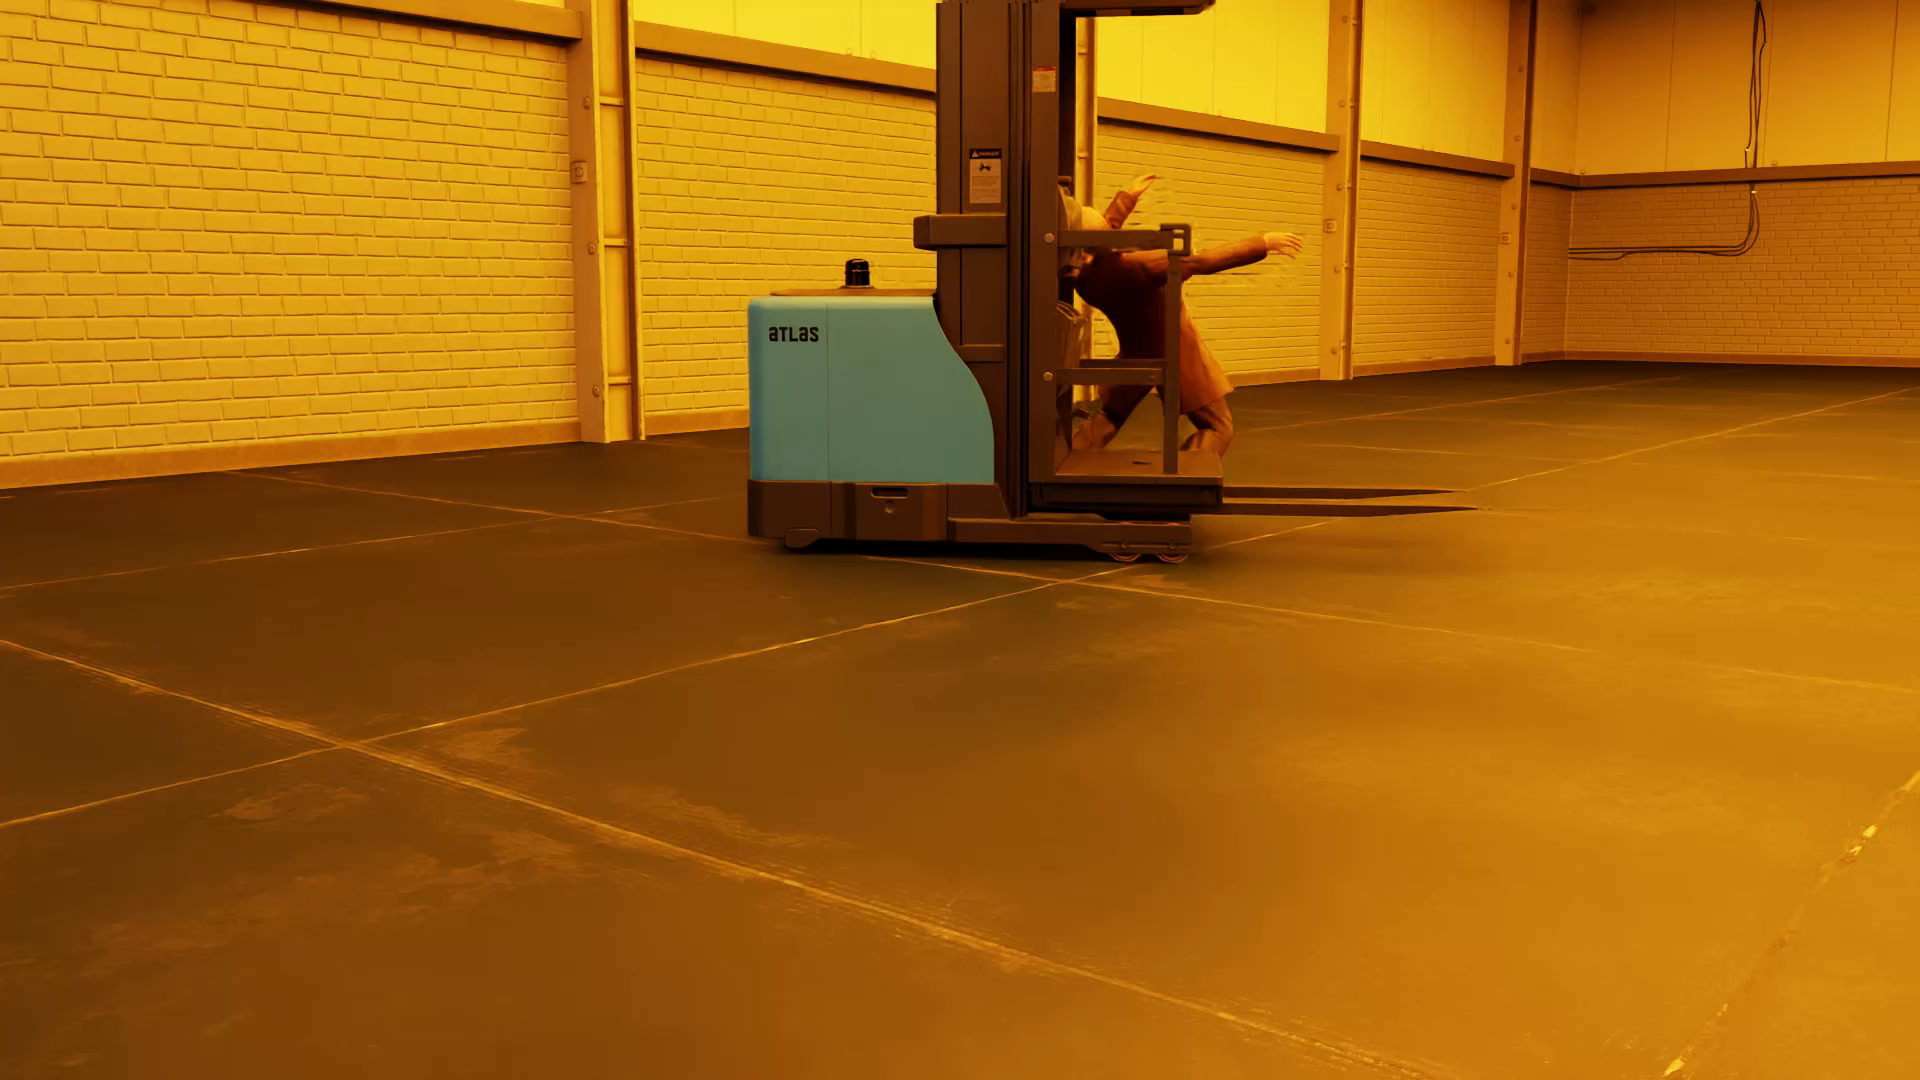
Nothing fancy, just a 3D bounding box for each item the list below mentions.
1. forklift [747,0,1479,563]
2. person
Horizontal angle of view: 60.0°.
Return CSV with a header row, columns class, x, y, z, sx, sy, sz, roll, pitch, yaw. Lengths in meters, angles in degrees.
class,x,y,z,sx,sy,sz,roll,pitch,yaw
forklift,0.656,-1.438,7.107,3.031,2.935,1.130,1,8,7
person,1.001,-0.917,7.804,1.107,1.639,0.677,6,10,35
